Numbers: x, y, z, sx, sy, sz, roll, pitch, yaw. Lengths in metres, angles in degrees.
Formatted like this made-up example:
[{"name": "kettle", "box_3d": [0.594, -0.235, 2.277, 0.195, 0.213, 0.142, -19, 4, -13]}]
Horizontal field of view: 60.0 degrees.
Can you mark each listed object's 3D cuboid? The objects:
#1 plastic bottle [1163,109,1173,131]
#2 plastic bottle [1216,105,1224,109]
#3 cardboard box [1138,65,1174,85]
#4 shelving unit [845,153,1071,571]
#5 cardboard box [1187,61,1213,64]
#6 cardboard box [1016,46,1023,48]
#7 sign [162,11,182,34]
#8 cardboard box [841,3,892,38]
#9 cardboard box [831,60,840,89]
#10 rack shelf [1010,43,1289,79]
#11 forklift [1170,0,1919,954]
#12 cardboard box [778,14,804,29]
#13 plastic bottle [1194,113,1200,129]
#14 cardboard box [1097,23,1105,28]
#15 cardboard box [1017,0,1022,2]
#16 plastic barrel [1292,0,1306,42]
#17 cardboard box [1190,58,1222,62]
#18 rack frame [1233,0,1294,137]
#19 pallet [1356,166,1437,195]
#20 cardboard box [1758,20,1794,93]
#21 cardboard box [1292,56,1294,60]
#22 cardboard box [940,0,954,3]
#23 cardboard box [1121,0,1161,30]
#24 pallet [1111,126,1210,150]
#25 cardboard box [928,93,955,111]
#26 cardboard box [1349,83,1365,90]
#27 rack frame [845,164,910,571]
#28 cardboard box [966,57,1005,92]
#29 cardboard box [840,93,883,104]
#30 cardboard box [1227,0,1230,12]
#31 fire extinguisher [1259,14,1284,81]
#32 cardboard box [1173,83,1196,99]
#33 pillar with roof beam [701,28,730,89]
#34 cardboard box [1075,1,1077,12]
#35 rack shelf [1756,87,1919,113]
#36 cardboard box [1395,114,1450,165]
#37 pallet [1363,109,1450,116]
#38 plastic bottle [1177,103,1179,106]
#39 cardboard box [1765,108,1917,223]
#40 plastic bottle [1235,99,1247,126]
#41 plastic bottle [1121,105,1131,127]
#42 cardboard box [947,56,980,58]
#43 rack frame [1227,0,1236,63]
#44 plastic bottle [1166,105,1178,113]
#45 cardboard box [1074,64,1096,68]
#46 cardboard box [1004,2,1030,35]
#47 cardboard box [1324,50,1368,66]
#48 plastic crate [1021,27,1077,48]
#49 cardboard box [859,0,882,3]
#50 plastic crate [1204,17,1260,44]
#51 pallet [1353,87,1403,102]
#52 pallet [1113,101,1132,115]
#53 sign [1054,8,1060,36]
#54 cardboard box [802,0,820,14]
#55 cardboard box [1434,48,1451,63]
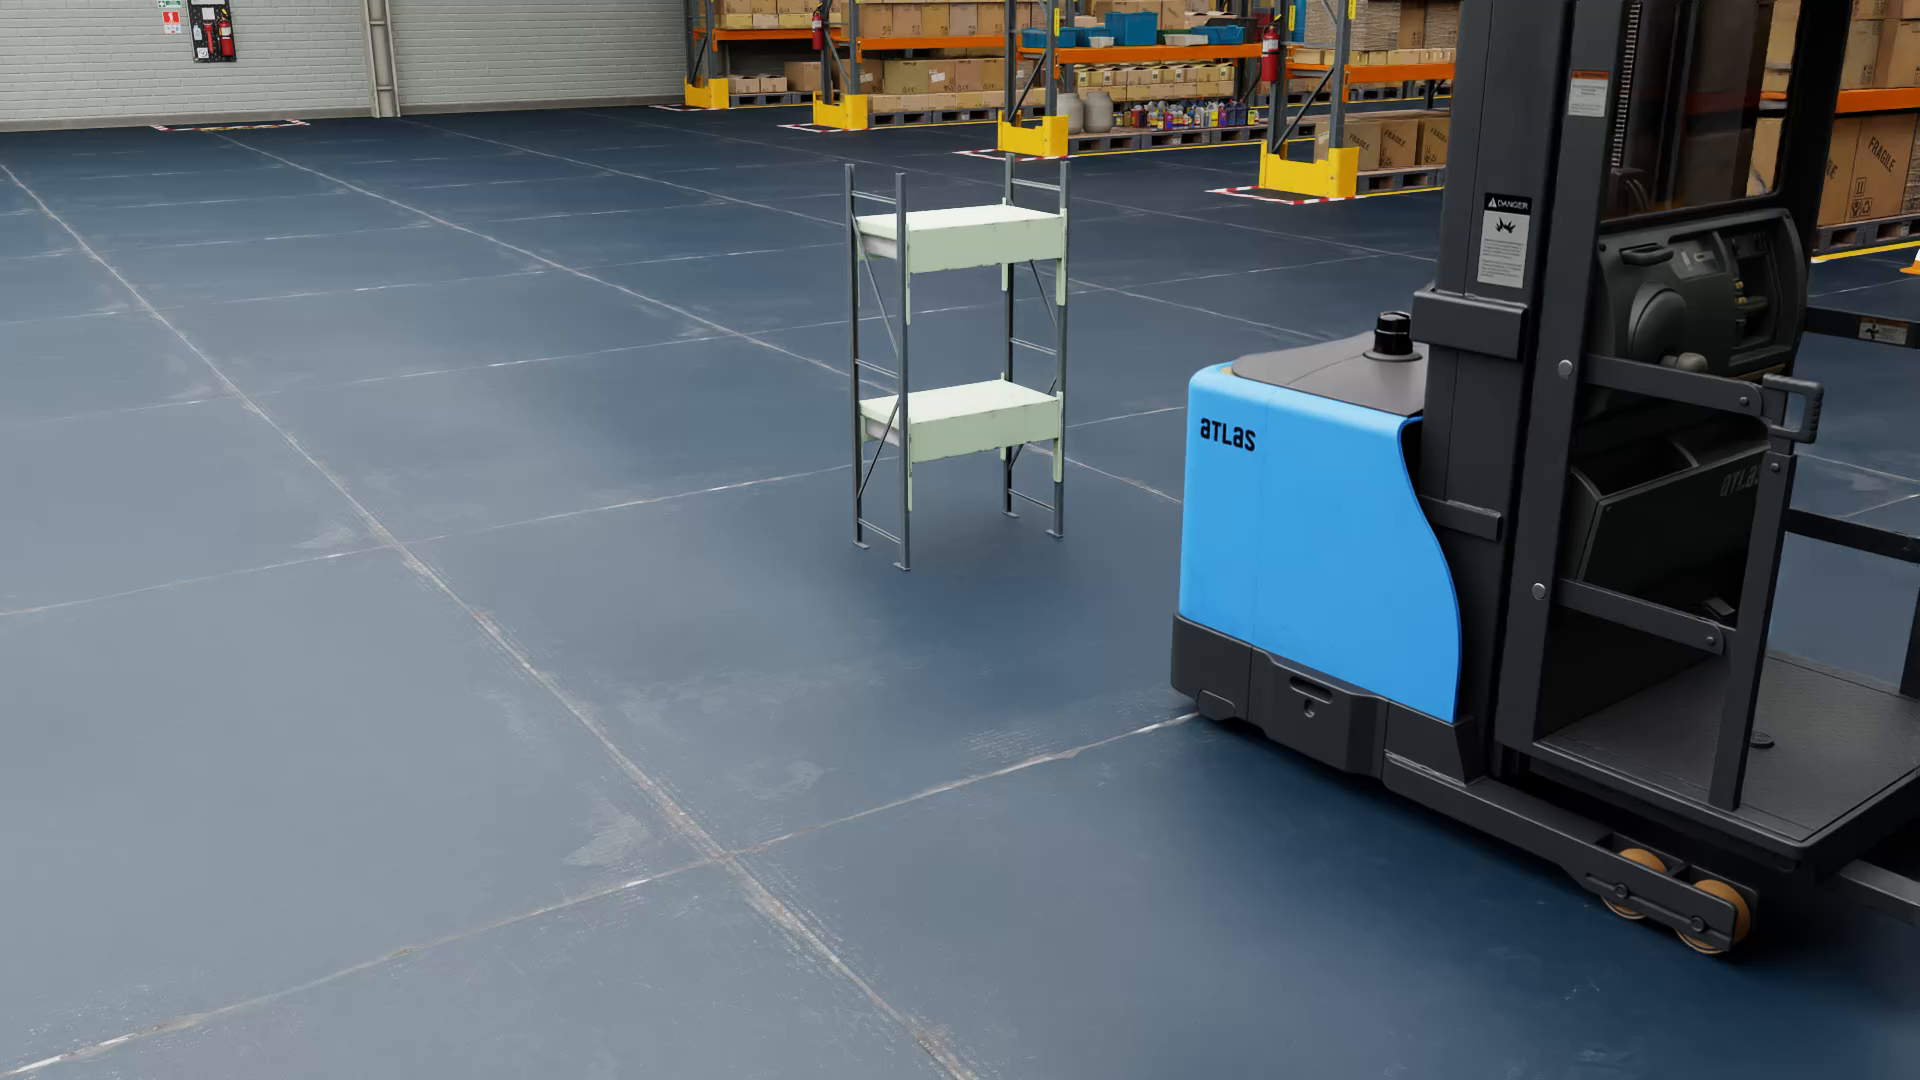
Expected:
[{"name": "plastic bottle", "box_3d": [2.788, -5.639, 22.297, 0.133, 0.283, 0.061, -11, 22, -31]}, {"name": "plastic bottle", "box_3d": [3.602, -5.880, 23.021, 0.135, 0.276, 0.152, -12, 22, -31]}, {"name": "cardboard box", "box_3d": [3.289, -7.916, 28.239, 0.500, 0.311, 0.500, -11, 22, -30]}, {"name": "shelving unit", "box_3d": [-0.006, -0.709, 6.501, 0.755, 1.500, 0.431, -12, 22, -31]}, {"name": "cardboard box", "box_3d": [4.265, -8.330, 29.462, 0.500, 0.311, 0.500, -11, 22, -30]}, {"name": "cardboard box", "box_3d": [1.053, -9.661, 32.683, 0.500, 0.250, 0.500, -11, 22, -30]}, {"name": "sign", "box_3d": [-12.051, -7.917, 25.422, 0.234, 0.329, 0.001, -12, 22, -31]}, {"name": "cardboard box", "box_3d": [-1.421, -7.899, 25.269, 0.500, 0.500, 0.700, -12, 22, -31]}, {"name": "cardboard box", "box_3d": [-2.049, -8.632, 30.810, 0.500, 0.500, 0.500, -14, 23, -35]}, {"name": "rack shelf", "box_3d": [2.574, -6.458, 22.288, 4.000, 0.370, 1.077, -12, 22, -31]}, {"name": "forklift", "box_3d": [1.971, -0.603, 3.951, 1.130, 2.935, 3.031, -14, 23, -36]}, {"name": "cardboard box", "box_3d": [-3.108, -9.220, 29.535, 0.500, 0.250, 0.500, -12, 22, -32]}, {"name": "plastic bottle", "box_3d": [3.213, -5.697, 22.596, 0.097, 0.201, 0.097, 0, 19, 0]}, {"name": "cardboard box", "box_3d": [2.376, -8.459, 27.476, 0.250, 0.149, 0.380, -12, 22, -31]}, {"name": "cardboard box", "box_3d": [0.770, -8.590, 26.301, 0.250, 0.149, 0.380, -12, 22, -32]}, {"name": "plastic barrel", "box_3d": [4.734, -7.376, 23.096, 0.708, 0.901, 0.600, -12, 22, -31]}, {"name": "cardboard box", "box_3d": [5.006, -10.242, 35.057, 0.750, 0.750, 0.750, -12, 22, -31]}, {"name": "rack frame", "box_3d": [4.244, -7.151, 23.215, 0.127, 3.000, 1.000, -12, 22, -31]}, {"name": "pallet", "box_3d": [4.389, -3.948, 18.093, 1.213, 0.211, 1.003, -12, 22, -31]}, {"name": "cardboard box", "box_3d": [6.556, -3.926, 13.440, 0.550, 0.550, 0.875, -12, 22, -31]}, {"name": "cardboard box", "box_3d": [6.413, -8.981, 30.672, 0.500, 0.250, 0.500, -12, 22, -32]}, {"name": "cardboard box", "box_3d": [-0.297, -8.366, 25.638, 0.250, 0.149, 0.380, -12, 22, -32]}, {"name": "cardboard box", "box_3d": [3.032, -8.836, 28.042, 0.500, 0.500, 0.500, -12, 22, -31]}, {"name": "pallet", "box_3d": [2.641, -5.507, 22.705, 1.213, 0.211, 1.003, -12, 22, -31]}, {"name": "cardboard box", "box_3d": [-0.414, -6.881, 26.052, 0.500, 0.250, 0.500, -12, 22, -31]}, {"name": "cardboard box", "box_3d": [7.114, -8.574, 30.638, 0.500, 0.500, 0.500, -12, 22, -31]}, {"name": "rack frame", "box_3d": [-0.311, -0.645, 6.310, 0.023, 1.500, 0.400, -12, 22, -31]}, {"name": "cardboard box", "box_3d": [0.417, -7.414, 26.459, 0.500, 0.500, 0.500, -12, 22, -31]}, {"name": "cardboard box", "box_3d": [-1.532, -6.842, 25.938, 0.500, 0.250, 0.500, -12, 22, -31]}, {"name": "cardboard box", "box_3d": [5.939, -11.444, 35.443, 0.700, 0.700, 0.980, -12, 22, -31]}, {"name": "fire extinguisher", "box_3d": [3.279, -5.189, 17.529, 0.183, 0.674, 0.296, -12, 22, -31]}, {"name": "cardboard box", "box_3d": [3.708, -7.740, 28.595, 0.500, 0.250, 0.500, -11, 22, -30]}, {"name": "pillar with roof beam", "box_3d": [-2.069, -11.142, 25.651, 0.400, 9.000, 9.100, -12, 22, -31]}, {"name": "cardboard box", "box_3d": [2.386, -10.857, 33.525, 0.500, 0.500, 0.500, -12, 22, -31]}, {"name": "rack shelf", "box_3d": [7.941, -3.789, 14.392, 4.000, 0.370, 1.077, -12, 22, -31]}, {"name": "cardboard box", "box_3d": [5.172, -4.462, 18.507, 0.500, 0.500, 0.500, -10, 21, -26]}, {"name": "pallet", "box_3d": [6.917, -6.409, 25.372, 1.213, 0.211, 1.003, -12, 22, -31]}, {"name": "plastic bottle", "box_3d": [3.023, -5.991, 23.336, 0.133, 0.283, 0.061, -11, 21, -29]}, {"name": "cardboard box", "box_3d": [7.535, -3.263, 14.374, 0.875, 0.875, 0.875, -12, 22, -32]}, {"name": "plastic bottle", "box_3d": [3.865, -5.914, 23.005, 0.185, 0.351, 0.144, -13, 22, -33]}, {"name": "plastic bottle", "box_3d": [2.284, -5.835, 22.874, 0.133, 0.283, 0.061, -11, 22, -30]}, {"name": "cardboard box", "box_3d": [0.129, -7.554, 26.874, 0.500, 0.500, 0.500, -12, 22, -31]}, {"name": "rack frame", "box_3d": [5.477, -11.210, 35.221, 0.127, 3.000, 1.000, -12, 22, -31]}, {"name": "plastic bottle", "box_3d": [2.932, -5.895, 23.064, 0.135, 0.276, 0.152, -12, 22, -31]}, {"name": "cardboard box", "box_3d": [2.135, -7.880, 28.133, 0.500, 0.311, 0.500, -11, 22, -30]}, {"name": "cardboard box", "box_3d": [0.719, -8.350, 26.604, 0.500, 0.500, 0.700, -12, 22, -32]}, {"name": "cardboard box", "box_3d": [3.997, -4.989, 17.212, 0.250, 0.149, 0.380, -12, 22, -31]}, {"name": "plastic crate", "box_3d": [1.157, -6.545, 21.652, 0.616, 0.251, 0.499, -12, 22, -31]}, {"name": "cardboard box", "box_3d": [-1.371, -8.139, 24.966, 0.250, 0.149, 0.380, -12, 22, -32]}, {"name": "plastic crate", "box_3d": [3.737, -7.064, 23.052, 0.504, 0.338, 0.767, -12, 22, -31]}, {"name": "pallet", "box_3d": [7.546, -8.412, 31.297, 1.213, 0.211, 1.003, -12, 22, -31]}, {"name": "pallet", "box_3d": [2.117, -7.296, 27.997, 1.213, 0.211, 1.003, -12, 22, -31]}, {"name": "sign", "box_3d": [1.202, -6.430, 20.649, 0.005, 0.325, 0.100, -12, 22, -31]}, {"name": "cardboard box", "box_3d": [-2.703, -9.662, 29.673, 0.500, 0.500, 0.500, -11, 22, -30]}, {"name": "cardboard box", "box_3d": [5.037, -5.211, 17.869, 0.250, 0.149, 0.380, -12, 22, -31]}]
